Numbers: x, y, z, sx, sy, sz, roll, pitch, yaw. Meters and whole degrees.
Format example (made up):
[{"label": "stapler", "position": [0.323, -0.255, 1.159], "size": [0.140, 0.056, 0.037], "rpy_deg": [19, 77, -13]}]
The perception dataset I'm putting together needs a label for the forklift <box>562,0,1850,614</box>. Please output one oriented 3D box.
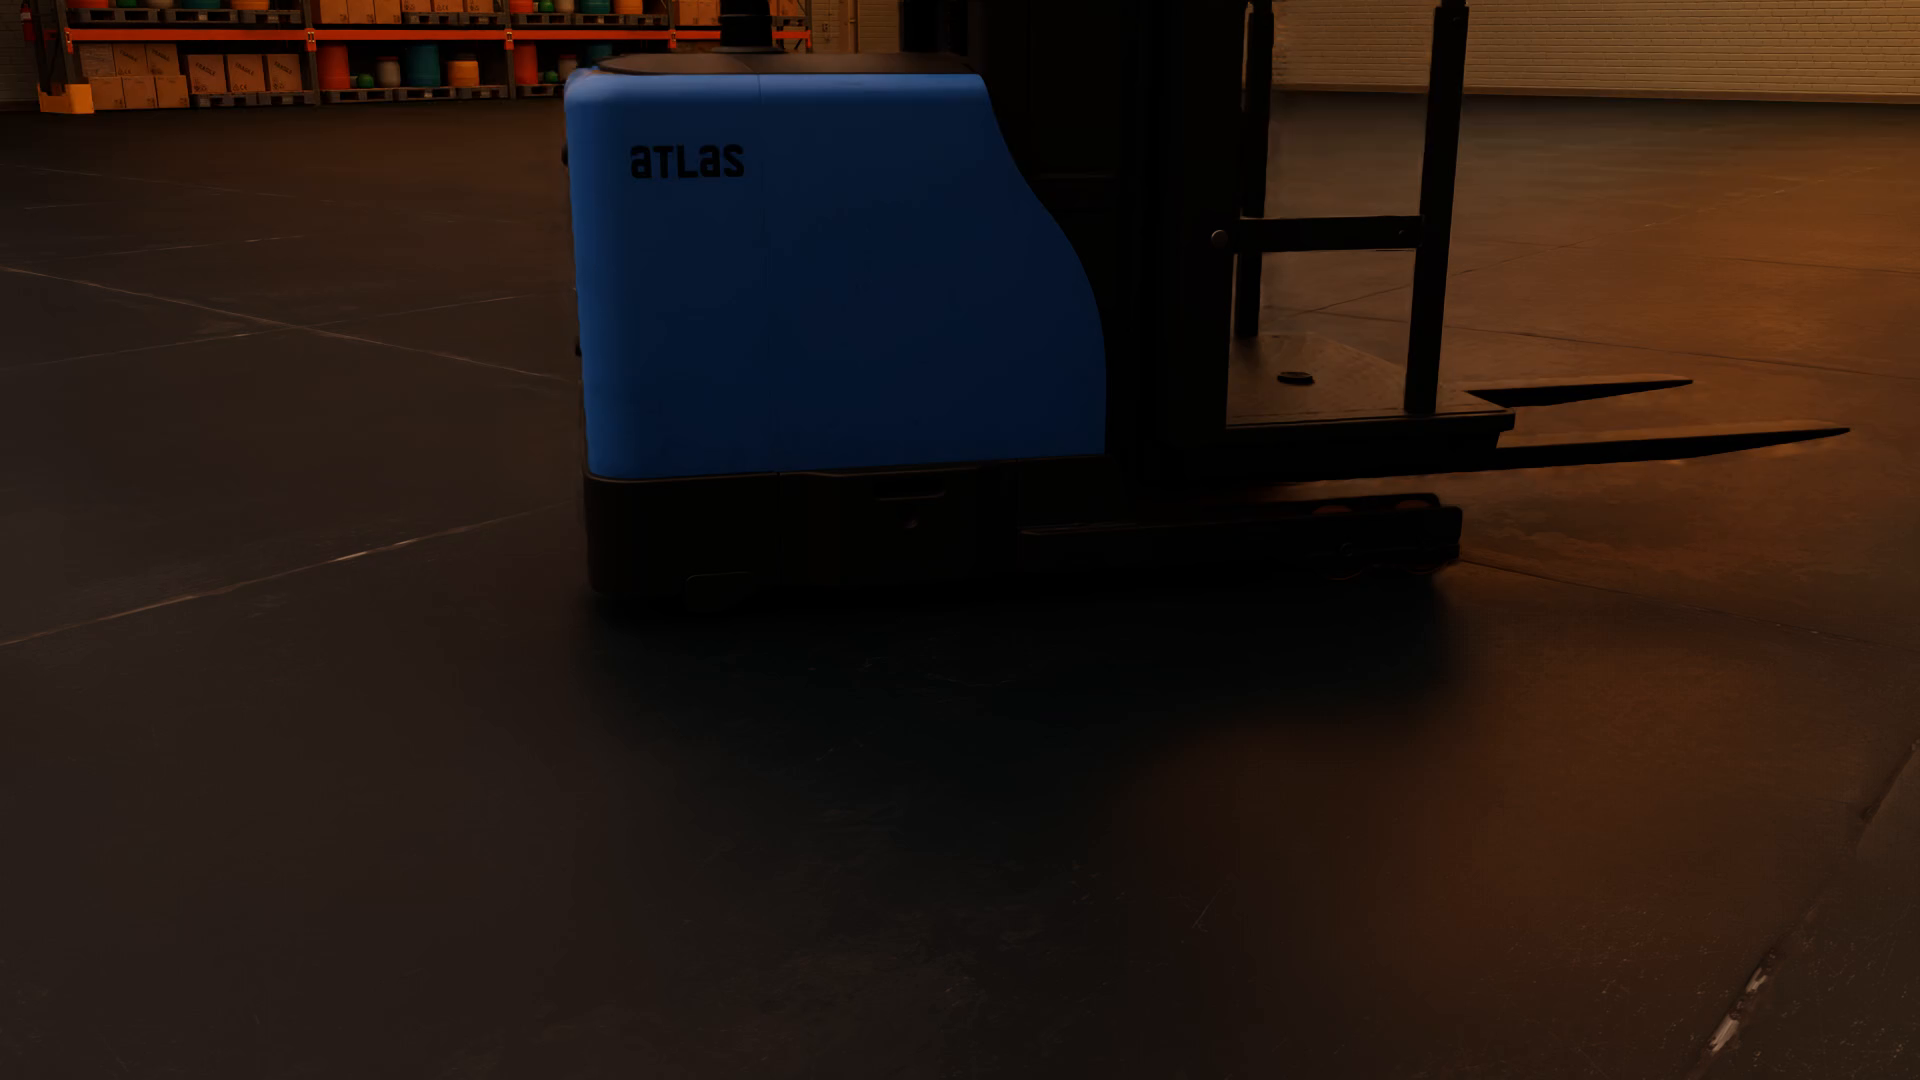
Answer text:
[{"label": "forklift", "position": [0.631, -1.458, 3.698], "size": [3.031, 2.935, 1.130], "rpy_deg": [-4, 17, -12]}]
